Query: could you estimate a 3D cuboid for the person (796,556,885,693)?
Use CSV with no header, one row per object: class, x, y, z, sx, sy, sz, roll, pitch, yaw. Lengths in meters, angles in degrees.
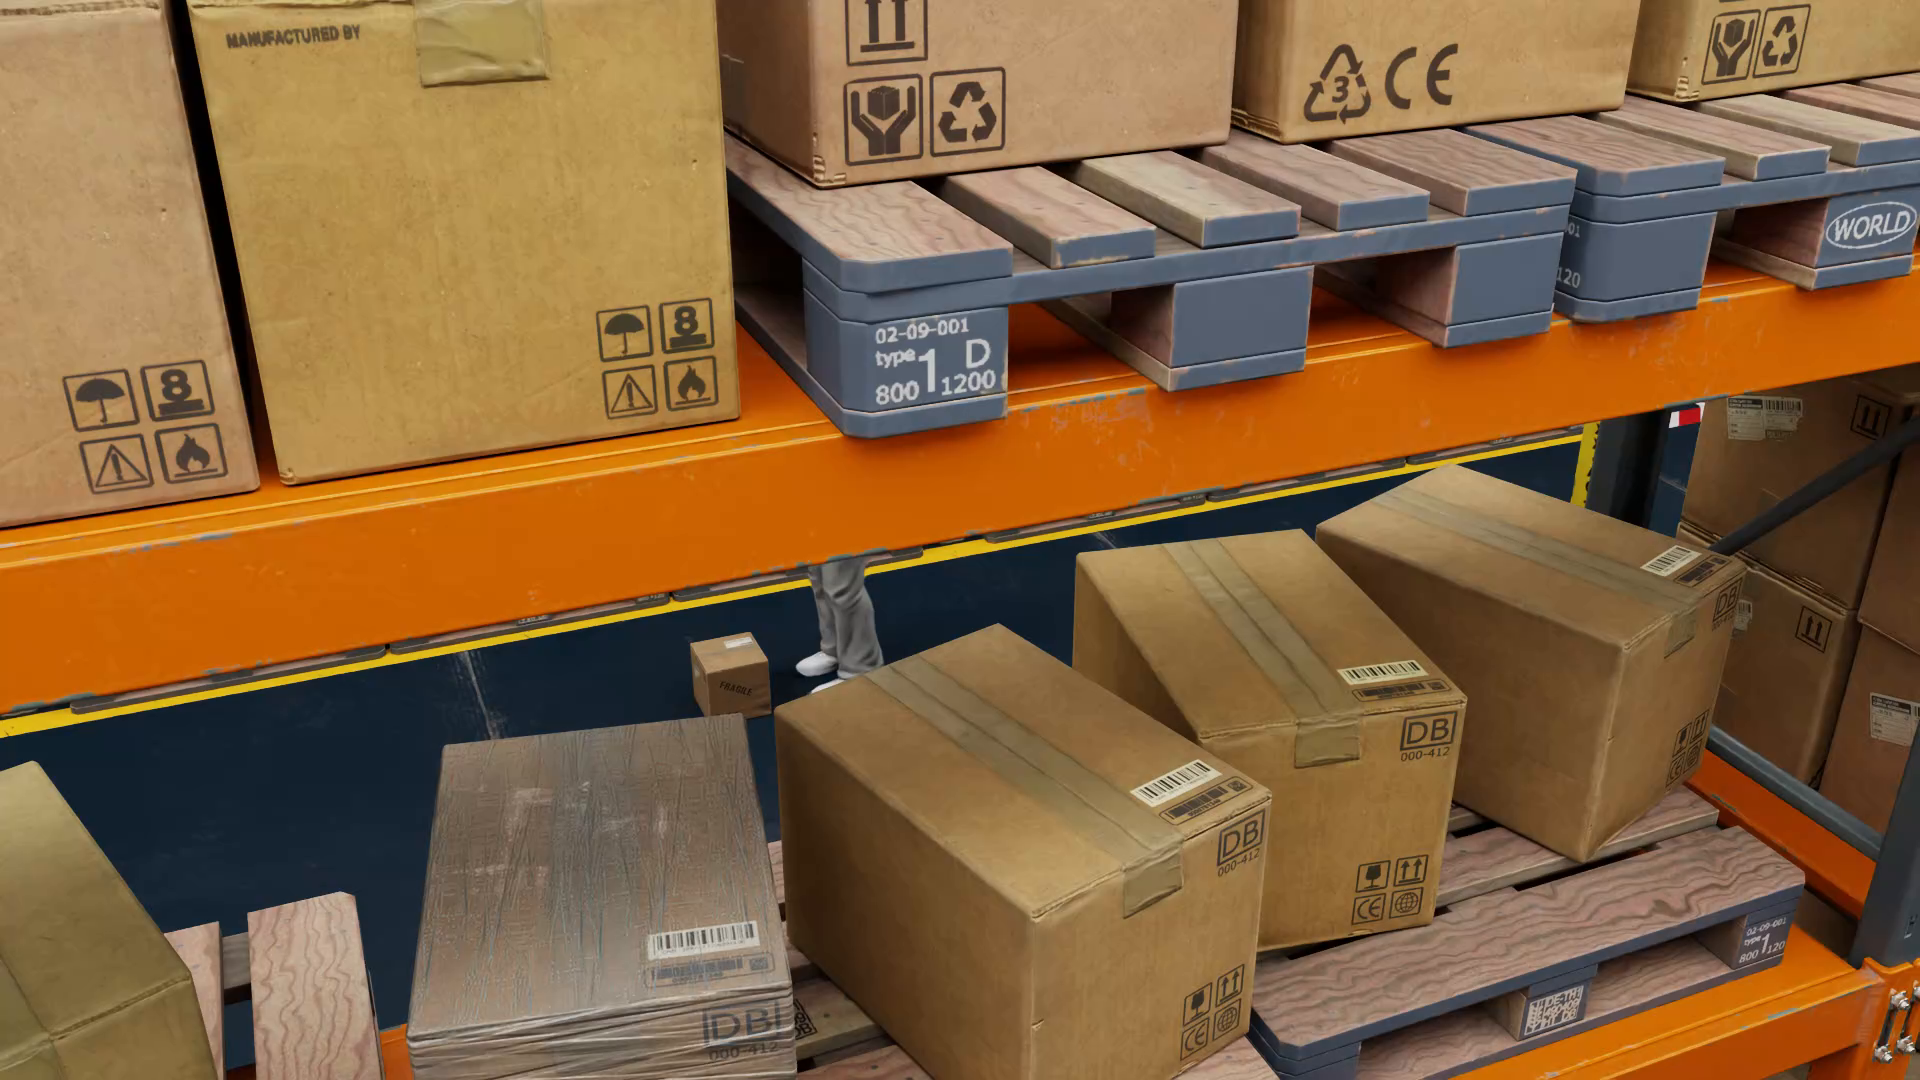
person,-0.459,-0.165,6.460,0.361,1.672,0.437,-10,28,-19
